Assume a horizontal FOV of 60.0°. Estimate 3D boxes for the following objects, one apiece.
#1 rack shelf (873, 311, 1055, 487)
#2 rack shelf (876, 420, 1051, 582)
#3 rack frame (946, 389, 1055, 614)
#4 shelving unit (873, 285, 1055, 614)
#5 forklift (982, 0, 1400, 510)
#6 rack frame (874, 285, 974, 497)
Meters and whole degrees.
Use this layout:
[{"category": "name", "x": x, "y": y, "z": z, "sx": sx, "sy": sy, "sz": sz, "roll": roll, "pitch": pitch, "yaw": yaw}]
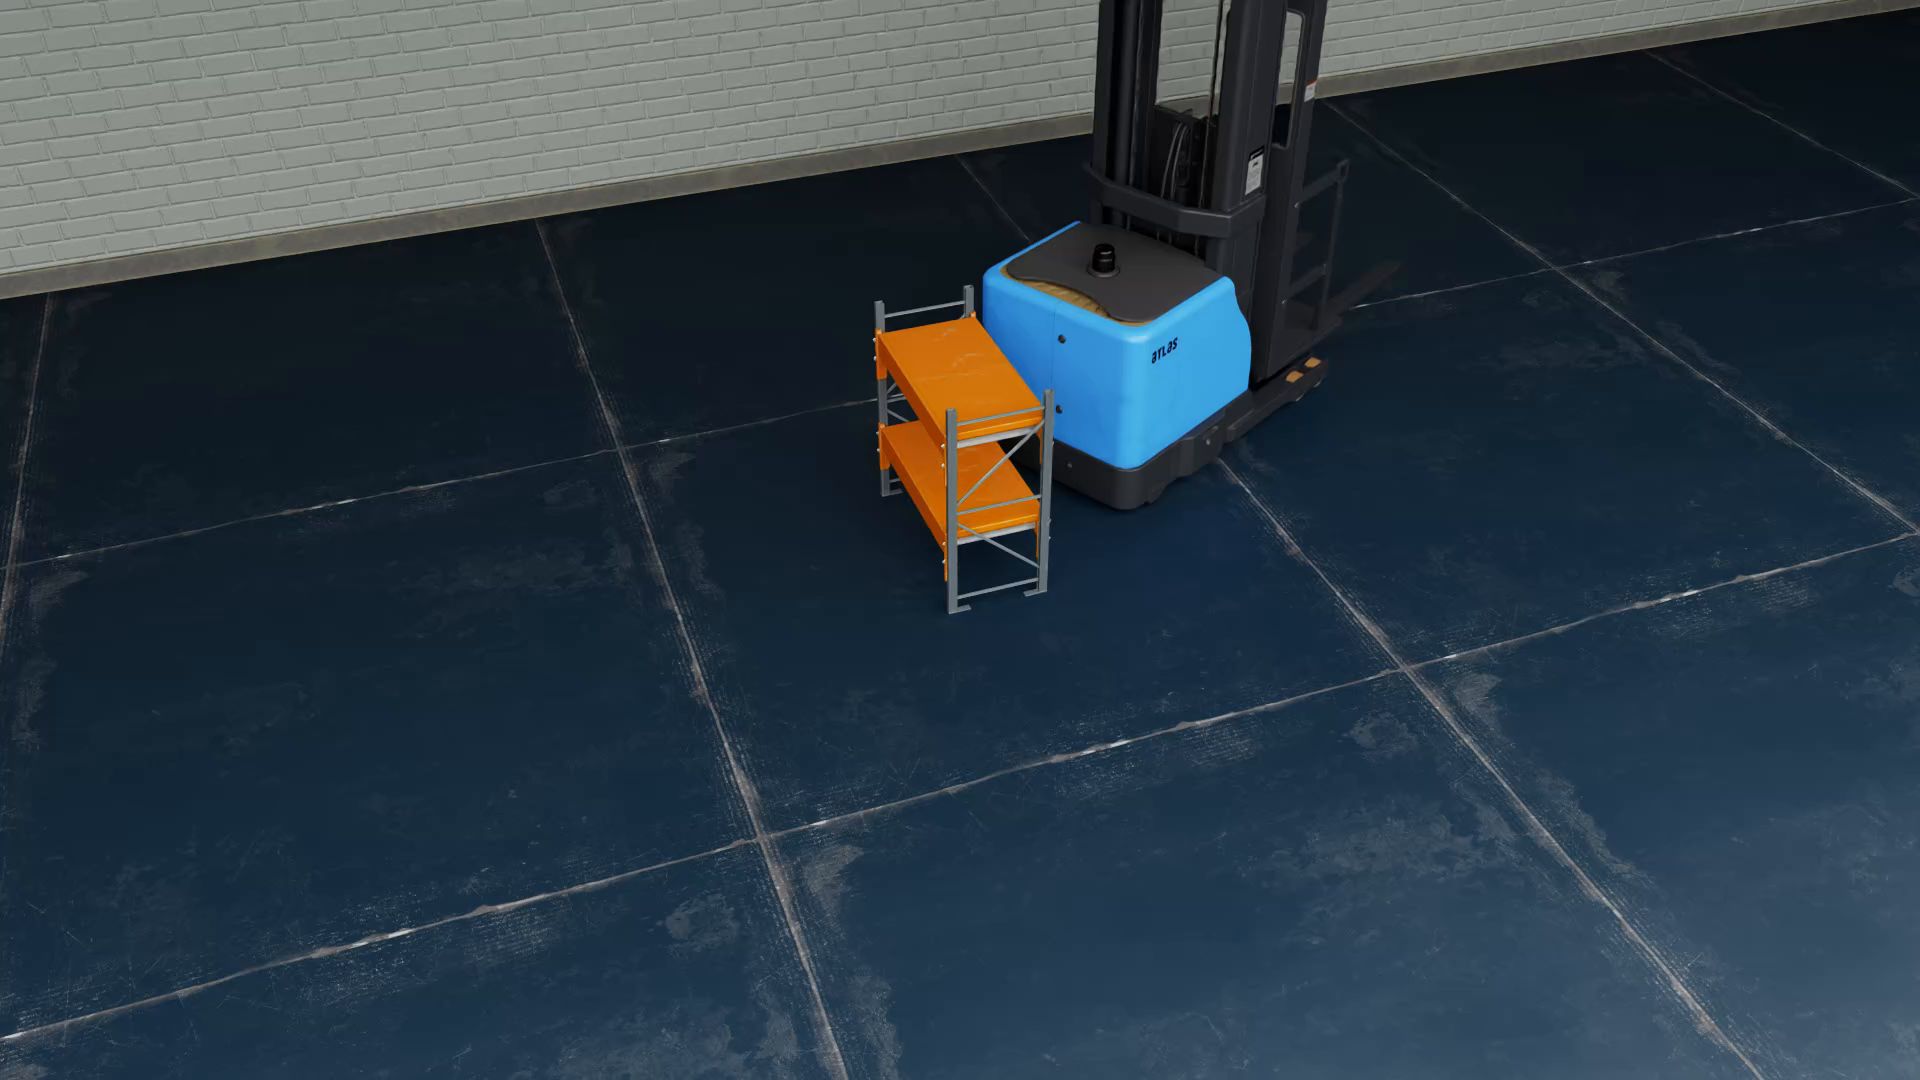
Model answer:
[{"category": "rack shelf", "x": 0.002, "y": -0.679, "z": 7.791, "sx": 0.538, "sy": 0.278, "sz": 1.000, "roll": -12, "pitch": 39, "yaw": -16}, {"category": "rack shelf", "x": 0.002, "y": -0.250, "z": 8.114, "sx": 0.538, "sy": 0.278, "sz": 1.000, "roll": -12, "pitch": 39, "yaw": -16}, {"category": "rack frame", "x": 0.177, "y": -0.158, "z": 7.586, "sx": 0.500, "sy": 1.125, "sz": 0.032, "roll": -12, "pitch": 39, "yaw": -16}, {"category": "shelving unit", "x": 0.002, "y": -0.445, "z": 7.967, "sx": 0.538, "sy": 1.125, "sz": 1.048, "roll": -12, "pitch": 39, "yaw": -16}, {"category": "forklift", "x": 1.446, "y": -2.132, "z": 8.705, "sx": 1.130, "sy": 2.935, "sz": 3.031, "roll": 28, "pitch": 45, "yaw": 32}, {"category": "rack frame", "x": -0.173, "y": -0.733, "z": 8.348, "sx": 0.500, "sy": 1.125, "sz": 0.032, "roll": -12, "pitch": 39, "yaw": -16}]
